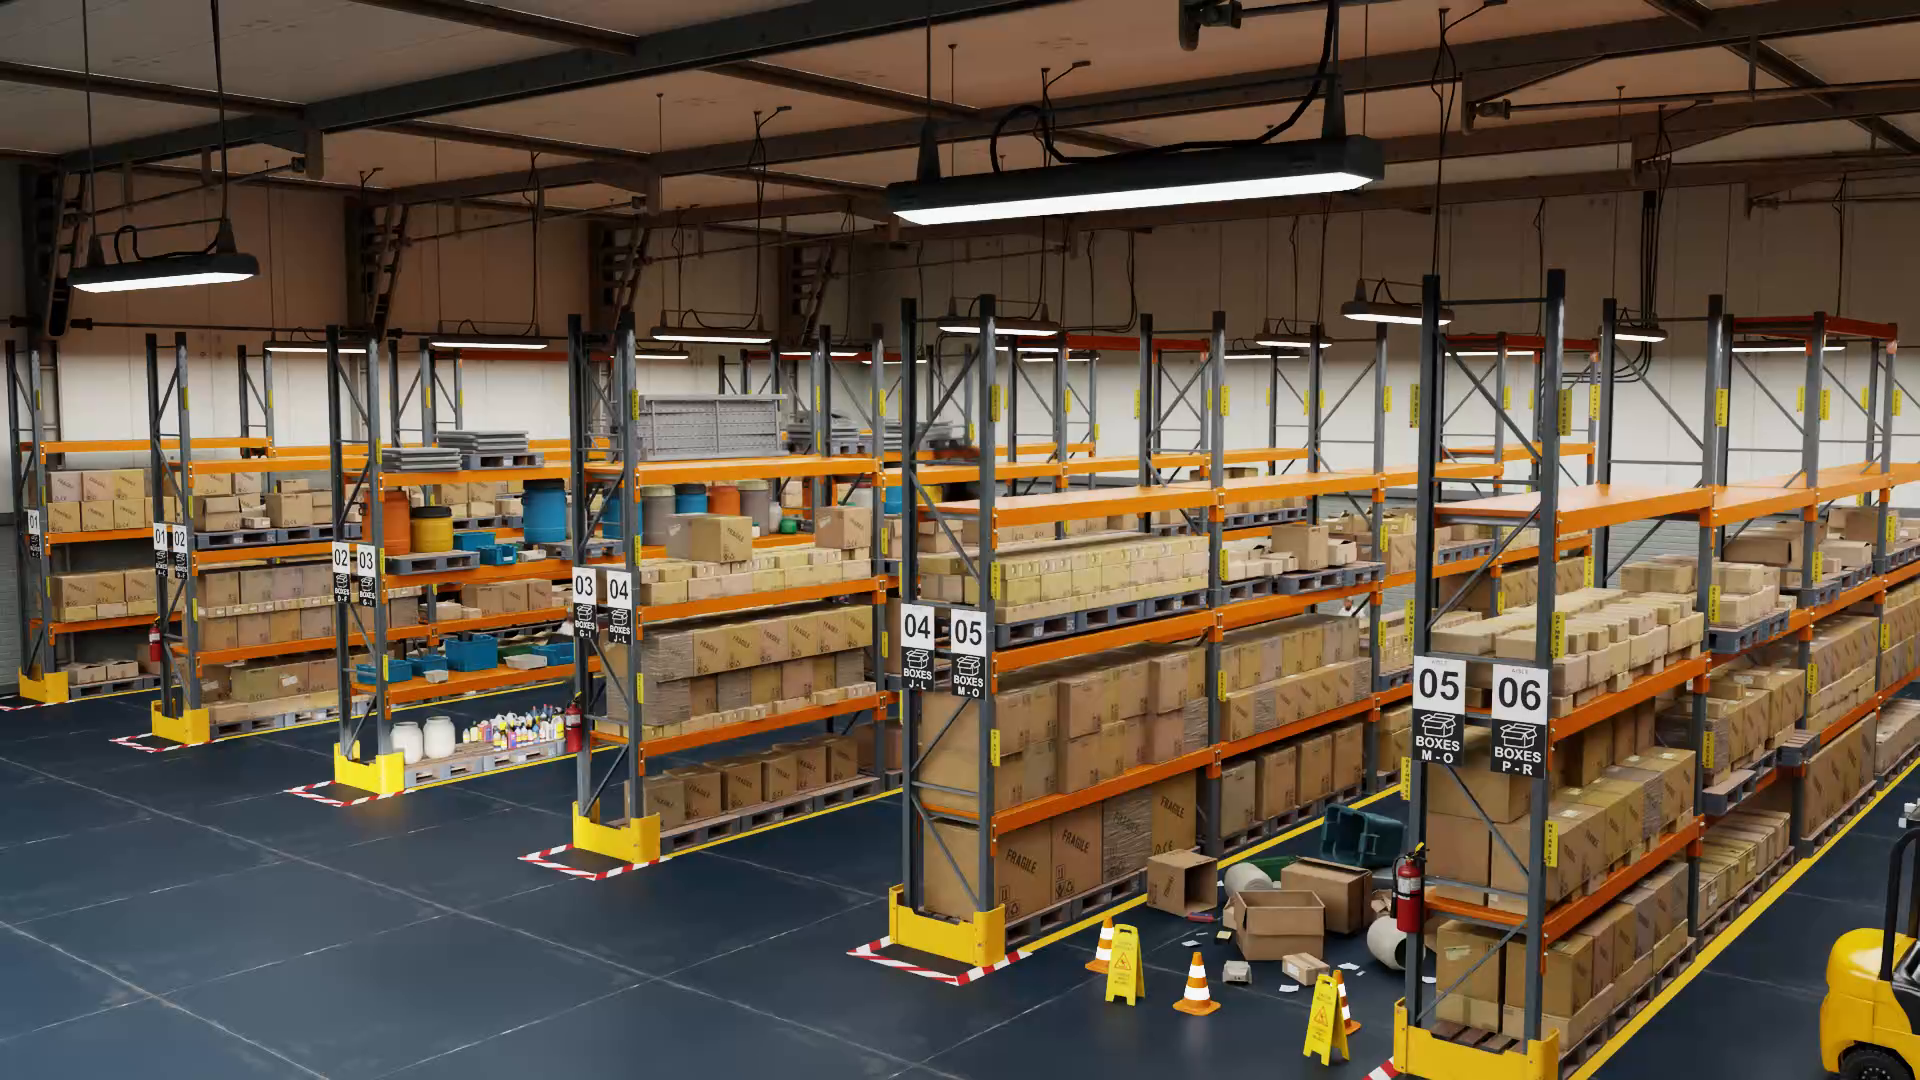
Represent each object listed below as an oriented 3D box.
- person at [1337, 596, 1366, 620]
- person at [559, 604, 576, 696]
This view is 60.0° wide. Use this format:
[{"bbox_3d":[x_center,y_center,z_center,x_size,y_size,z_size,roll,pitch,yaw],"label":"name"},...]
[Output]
[{"bbox_3d":[6.809,1.767,28.947,0.619,1.643,0.753,4,6,35],"label":"person"},{"bbox_3d":[-6.317,1.880,27.130,0.569,1.673,0.655,2,6,24],"label":"person"}]
